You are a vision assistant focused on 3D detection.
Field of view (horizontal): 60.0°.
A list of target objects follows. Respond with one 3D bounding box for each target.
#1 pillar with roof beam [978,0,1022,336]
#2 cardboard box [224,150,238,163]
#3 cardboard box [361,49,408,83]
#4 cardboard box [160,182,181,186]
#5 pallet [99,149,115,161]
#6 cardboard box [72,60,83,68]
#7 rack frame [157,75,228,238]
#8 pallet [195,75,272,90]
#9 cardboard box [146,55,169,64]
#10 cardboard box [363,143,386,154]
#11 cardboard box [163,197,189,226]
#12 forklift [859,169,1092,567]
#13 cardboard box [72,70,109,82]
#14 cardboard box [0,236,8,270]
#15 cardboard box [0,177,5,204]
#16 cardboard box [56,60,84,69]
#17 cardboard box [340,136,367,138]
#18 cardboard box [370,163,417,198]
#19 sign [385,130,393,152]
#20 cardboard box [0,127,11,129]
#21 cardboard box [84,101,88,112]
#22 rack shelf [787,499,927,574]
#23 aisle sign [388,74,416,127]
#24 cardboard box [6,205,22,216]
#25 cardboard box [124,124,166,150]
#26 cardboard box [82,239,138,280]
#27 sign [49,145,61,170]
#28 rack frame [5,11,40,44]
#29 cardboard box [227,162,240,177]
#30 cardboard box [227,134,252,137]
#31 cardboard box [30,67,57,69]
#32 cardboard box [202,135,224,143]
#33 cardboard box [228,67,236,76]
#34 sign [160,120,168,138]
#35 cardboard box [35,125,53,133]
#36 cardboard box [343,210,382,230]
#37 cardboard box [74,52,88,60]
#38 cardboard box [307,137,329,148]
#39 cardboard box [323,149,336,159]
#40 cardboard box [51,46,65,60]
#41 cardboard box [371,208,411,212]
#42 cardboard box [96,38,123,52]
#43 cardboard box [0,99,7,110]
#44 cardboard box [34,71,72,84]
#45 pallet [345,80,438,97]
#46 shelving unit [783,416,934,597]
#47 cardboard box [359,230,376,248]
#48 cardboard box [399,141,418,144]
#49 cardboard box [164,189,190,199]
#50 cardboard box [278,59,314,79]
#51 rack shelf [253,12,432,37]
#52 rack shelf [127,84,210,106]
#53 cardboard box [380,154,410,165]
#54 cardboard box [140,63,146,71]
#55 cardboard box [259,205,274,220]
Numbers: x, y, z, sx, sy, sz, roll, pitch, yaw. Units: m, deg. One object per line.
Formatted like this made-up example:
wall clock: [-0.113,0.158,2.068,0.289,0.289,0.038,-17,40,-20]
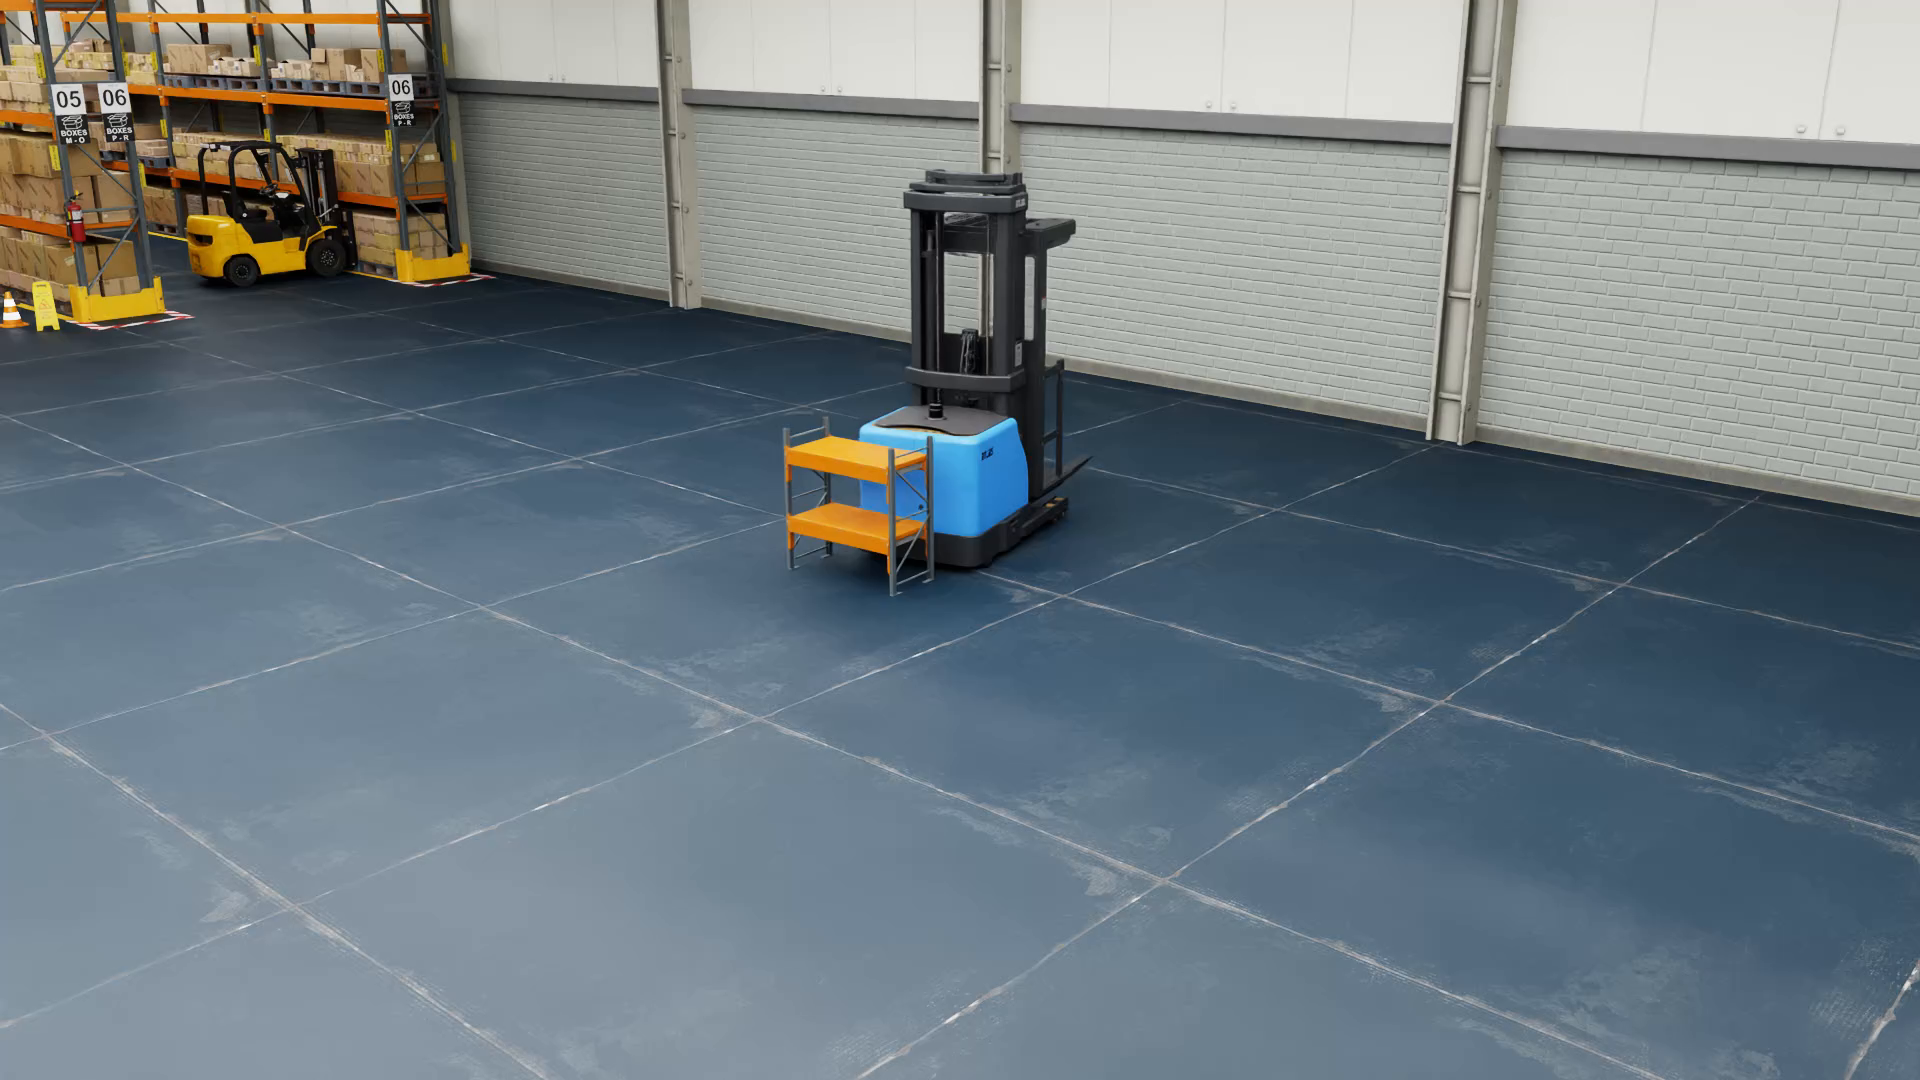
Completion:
pillar with roof beam: [-2.386,-5.536,16.179,0.400,9.000,9.100,15,23,39]
cardboard box: [-12.878,-6.933,29.919,0.500,0.250,0.500,16,23,40]
cardboard box: [-9.074,-7.475,26.223,0.500,0.500,0.500,16,24,41]
cardboard box: [-15.750,-7.063,33.275,0.250,0.149,0.380,15,23,40]
pallet: [-17.031,-7.849,33.702,1.213,0.211,1.003,15,23,39]
cardboard box: [-17.426,-9.474,33.101,0.250,0.149,0.380,15,23,40]
rack frame: [-14.564,-7.323,31.726,0.127,3.000,1.000,15,23,39]
pallet: [-13.159,-8.322,30.230,1.213,0.211,1.003,16,24,42]
cardboard box: [-15.018,-9.015,31.196,0.250,0.149,0.380,16,24,41]
cardboard box: [-9.408,-6.328,26.863,0.250,0.149,0.380,16,23,40]
cardboard box: [-15.023,-6.367,32.155,0.500,0.500,0.500,16,24,41]
forklift: [0.280,-1.594,13.789,1.130,2.935,3.031,8,19,23]
cardboard box: [-12.003,-6.400,22.957,0.250,0.149,0.380,15,23,39]
cardboard box: [-14.194,-4.358,24.997,0.500,0.500,0.500,16,24,41]
cardboard box: [-13.963,-5.234,24.489,0.500,0.500,0.500,15,23,39]
cardboard box: [-18.083,-9.666,33.907,0.500,0.250,0.500,15,23,39]
cardboard box: [-10.357,-6.820,28.412,0.250,0.149,0.380,15,23,38]
cardboard box: [-9.123,-5.803,26.774,0.500,0.500,0.500,14,23,38]
sign: [-8.952,-6.261,26.076,0.005,0.325,0.100,15,23,39]
cardboard box: [-14.679,-5.924,25.010,0.500,0.500,0.700,15,23,39]
cardboard box: [-12.161,-6.075,23.252,0.250,0.149,0.380,14,22,38]
rack shelf: [-0.767,-0.037,12.675,1.000,0.278,0.538,13,22,35]
aisle sign: [-8.727,-6.876,26.020,0.004,0.787,0.394,15,23,39]
cardboard box: [-13.684,-4.837,24.309,0.250,0.149,0.380,15,23,39]
cardboard box: [-15.908,-7.858,32.548,0.637,0.503,0.797,14,23,38]
cardboard box: [-12.311,-4.069,24.085,0.500,0.500,0.500,14,22,37]
sign: [-12.256,-5.173,22.518,0.005,0.325,0.100,15,23,39]
rack frame: [-20.548,-11.788,35.880,0.127,3.000,1.000,15,23,39]
cardboard box: [-12.854,-6.696,30.000,0.500,0.250,0.500,15,23,40]
cardboard box: [-13.390,-7.463,30.932,0.250,0.149,0.380,15,23,39]
cardboard box: [-13.260,-6.782,24.160,0.250,0.149,0.380,15,23,40]
cardboard box: [-13.700,-7.356,30.595,0.250,0.149,0.380,15,23,40]
cardboard box: [-12.597,-8.229,29.180,0.250,0.149,0.380,15,23,39]
sign: [-14.918,-7.712,31.170,0.005,0.325,0.100,15,23,39]
cardboard box: [-19.265,-8.903,35.224,0.500,0.500,0.500,16,23,41]
cardboard box: [-9.902,-5.305,27.566,0.500,0.250,0.500,15,23,40]
cardboard box: [-17.377,-9.629,33.098,0.250,0.149,0.380,16,23,40]
cardboard box: [-10.743,-6.685,27.987,0.250,0.149,0.380,15,23,38]
cardboard box: [-10.366,-6.438,27.700,0.250,0.149,0.380,14,23,38]
cardboard box: [-18.479,-10.011,34.167,0.500,0.250,0.500,15,23,38]
cardboard box: [-9.558,-5.424,27.942,0.500,0.250,0.500,15,23,39]
cardboard box: [-17.062,-9.931,33.366,0.258,0.266,0.396,15,23,39]
cardboard box: [-13.504,-6.209,23.674,0.250,0.149,0.380,15,23,39]
cardboard box: [-12.322,-6.284,22.591,0.250,0.149,0.380,15,23,40]
pallet: [-9.093,-7.252,26.690,1.213,0.211,1.003,15,23,39]
shelving unit: [-0.768,-0.270,12.601,1.048,1.125,0.538,13,22,35]
cardboard box: [-9.520,-4.974,27.351,0.500,0.250,0.500,15,23,39]
cardboard box: [-9.071,-6.441,27.218,0.250,0.149,0.380,16,23,40]
cardboard box: [-15.102,-6.682,32.074,0.250,0.149,0.380,14,22,37]
cardboard box: [-11.112,-7.932,27.976,0.500,0.311,0.500,16,23,40]
rack shelf: [-10.077,-8.444,27.192,4.000,0.370,1.077,15,23,39]
rack shelf: [-16.060,-8.811,32.646,4.000,0.370,1.077,15,23,39]
cardboard box: [-9.026,-6.079,26.571,0.250,0.149,0.380,15,23,40]
cardboard box: [-15.350,-9.002,31.650,0.250,0.149,0.380,16,23,40]
cardboard box: [-11.970,-5.690,29.813,0.625,0.625,0.875,16,24,42]
